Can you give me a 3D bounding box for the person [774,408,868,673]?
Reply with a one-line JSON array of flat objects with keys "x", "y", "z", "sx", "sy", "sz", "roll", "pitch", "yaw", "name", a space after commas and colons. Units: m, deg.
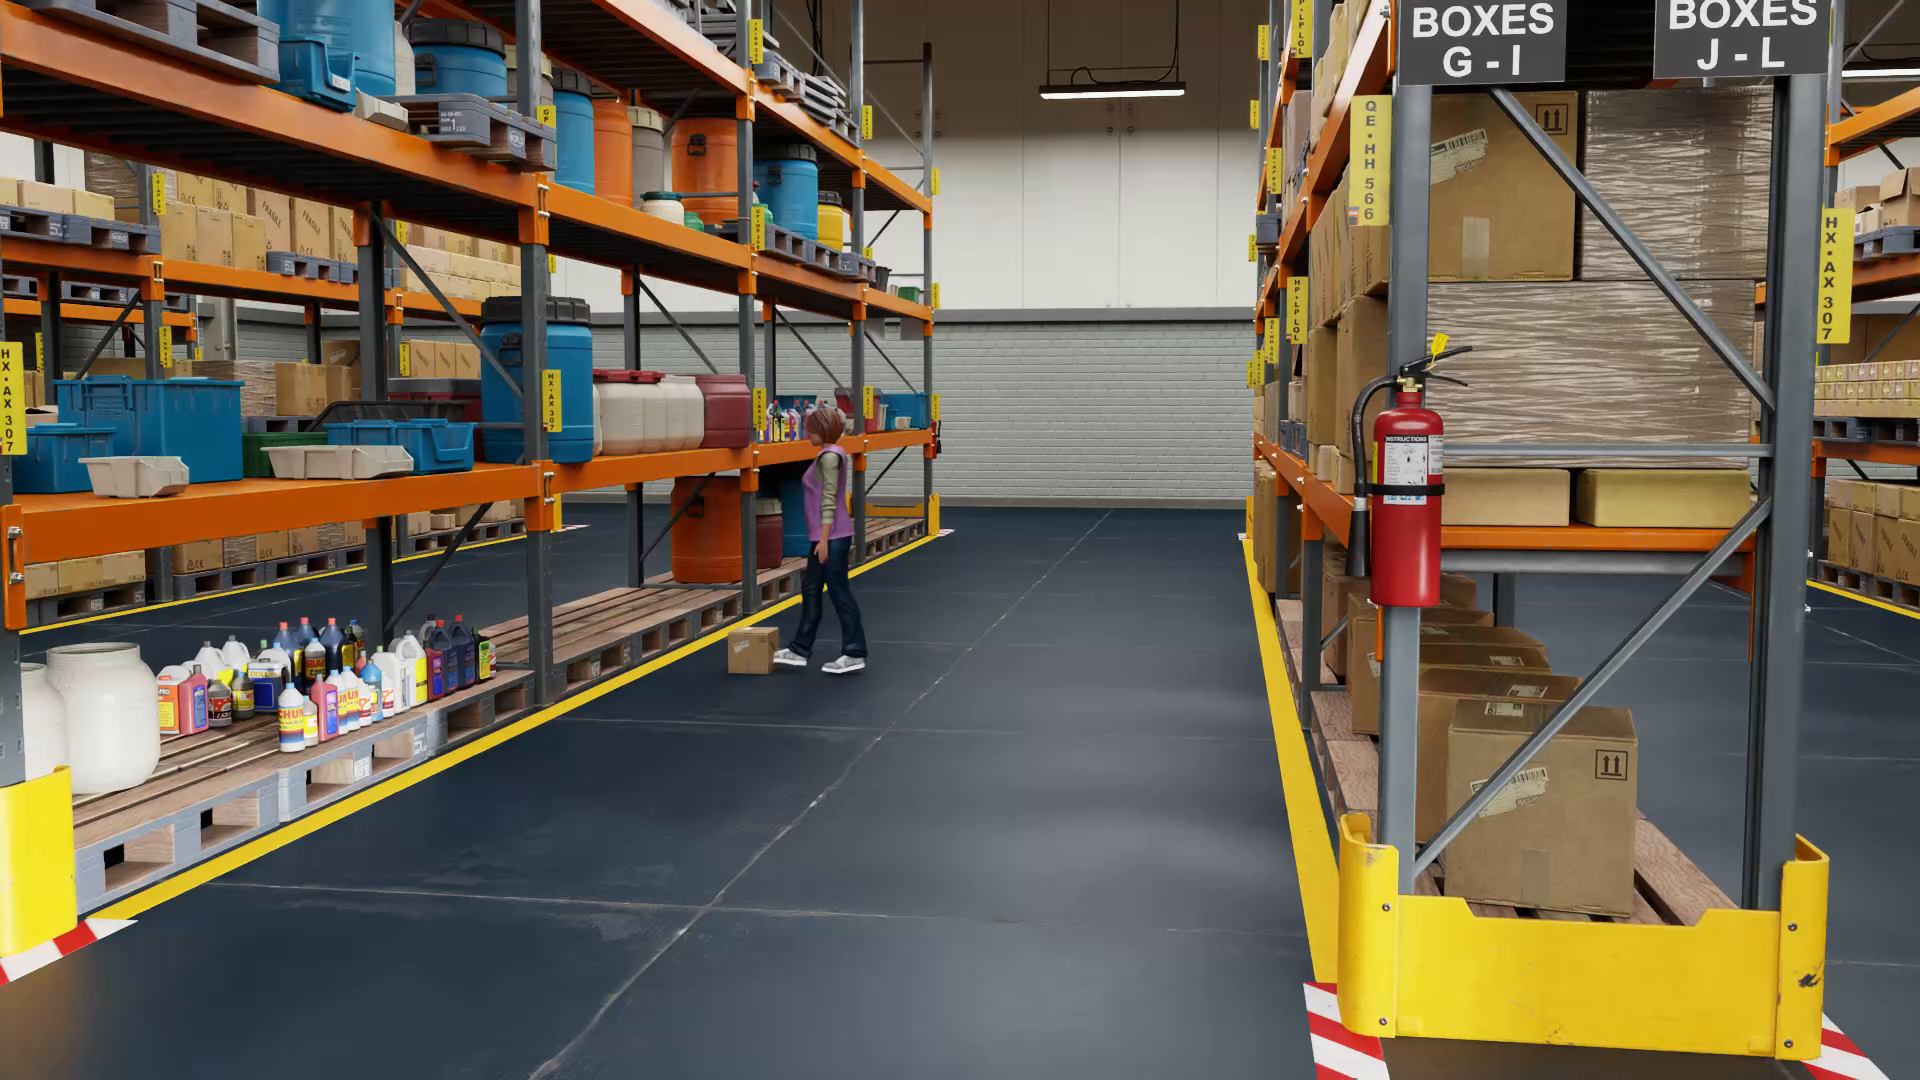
[{"x": -0.874, "y": 0.008, "z": 9.999, "sx": 0.637, "sy": 1.579, "sz": 0.429, "roll": 0, "pitch": 5, "yaw": -4, "name": "person"}]
